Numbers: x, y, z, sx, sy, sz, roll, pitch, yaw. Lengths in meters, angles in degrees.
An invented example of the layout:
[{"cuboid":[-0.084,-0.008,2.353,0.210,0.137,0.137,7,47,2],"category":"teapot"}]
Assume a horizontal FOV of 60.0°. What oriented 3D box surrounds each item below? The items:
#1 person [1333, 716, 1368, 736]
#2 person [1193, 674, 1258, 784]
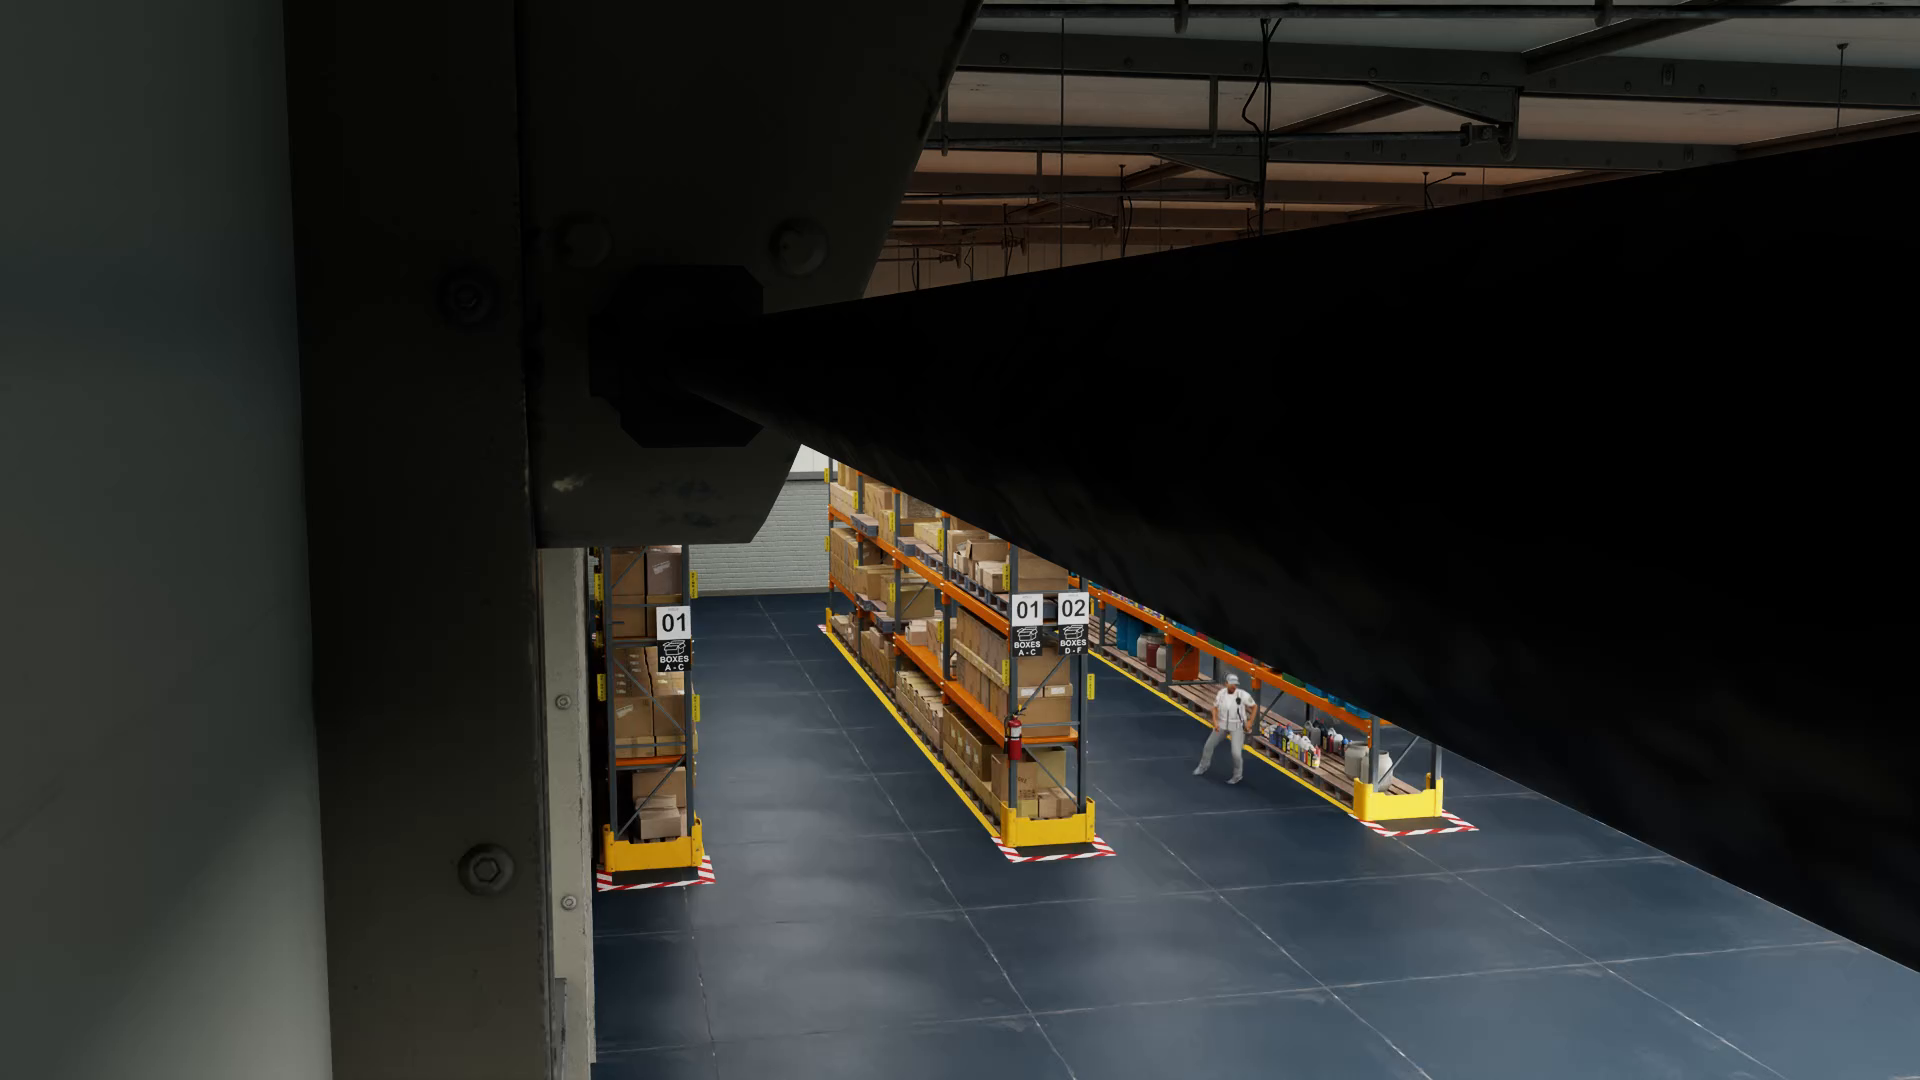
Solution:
[{"cuboid":[6.467,2.379,27.126,0.605,1.513,1.038,-3,7,-22],"category":"person"},{"cuboid":[3.825,2.715,24.088,0.916,1.606,0.484,4,8,30],"category":"person"}]
